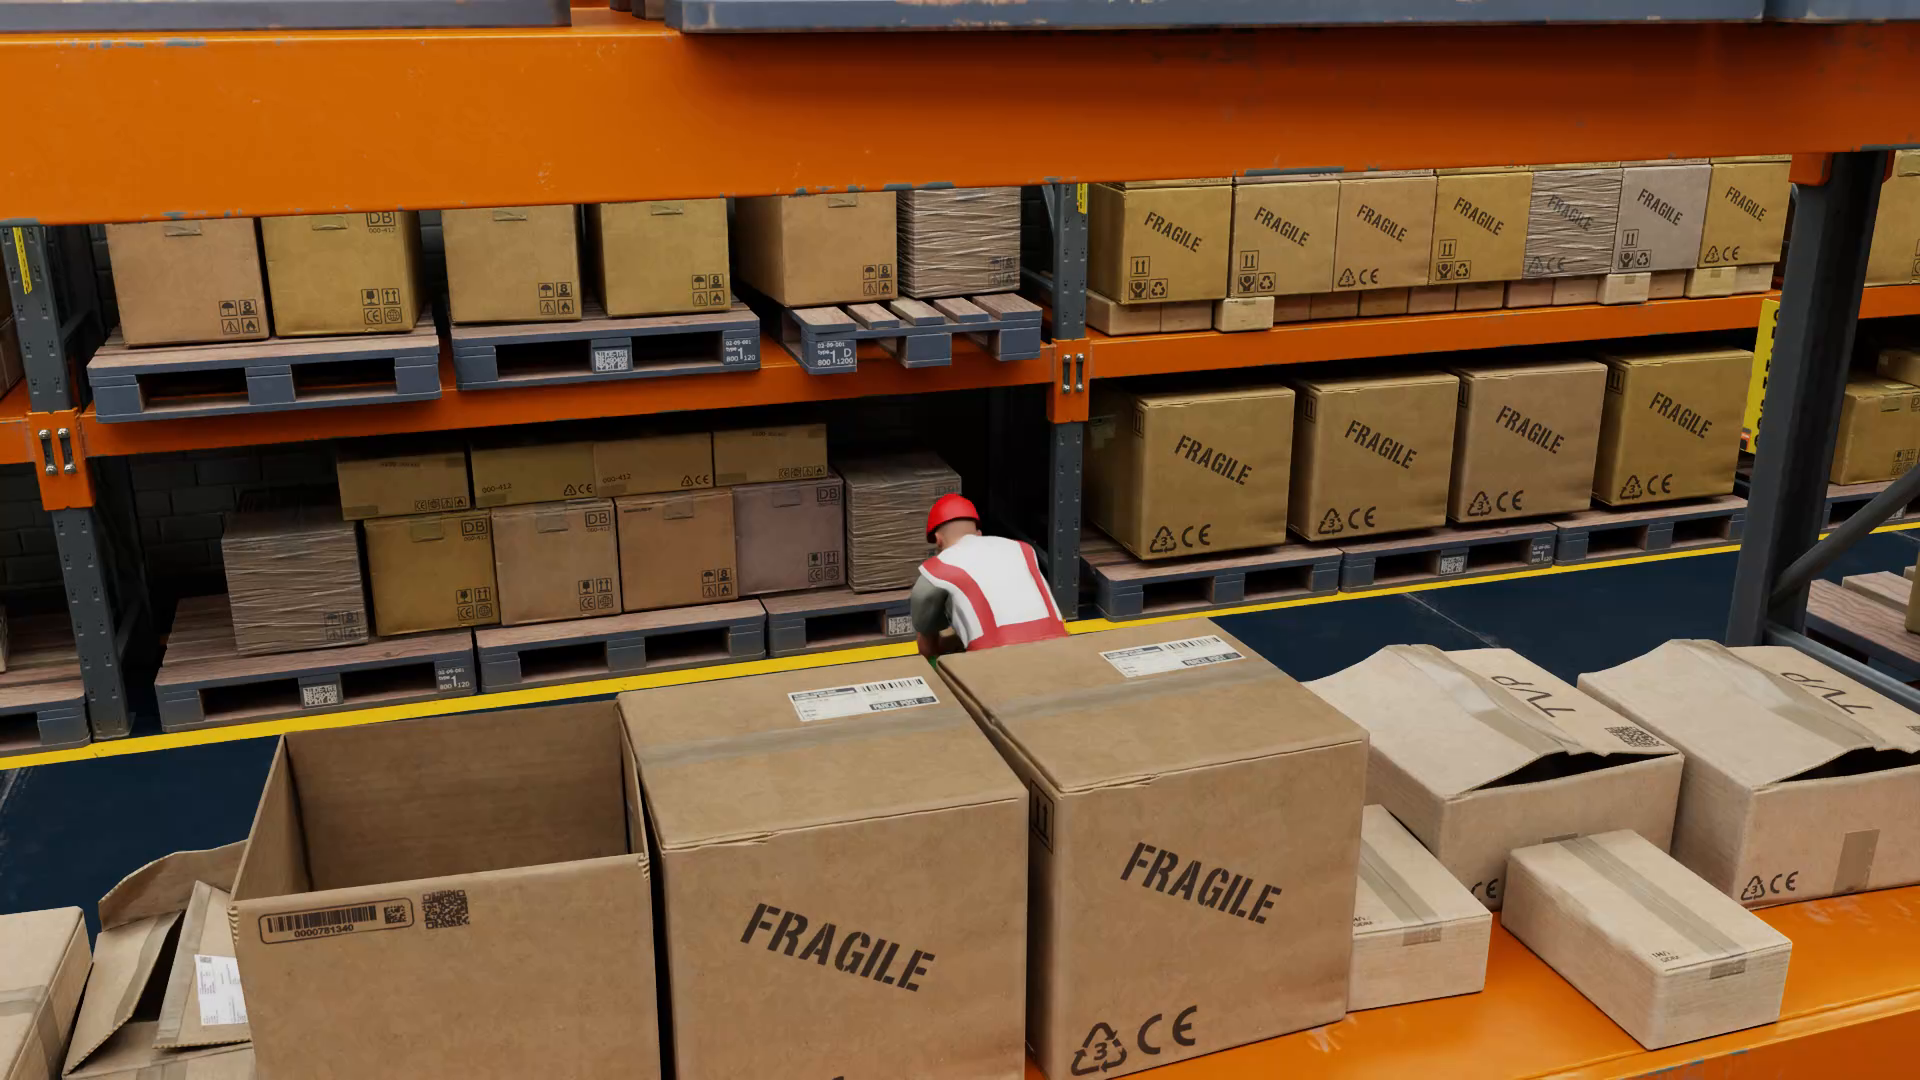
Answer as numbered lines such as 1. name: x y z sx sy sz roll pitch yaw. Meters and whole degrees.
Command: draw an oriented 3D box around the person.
1. person: 0.106 0.381 6.159 0.544 0.994 0.902 -7 20 -18
